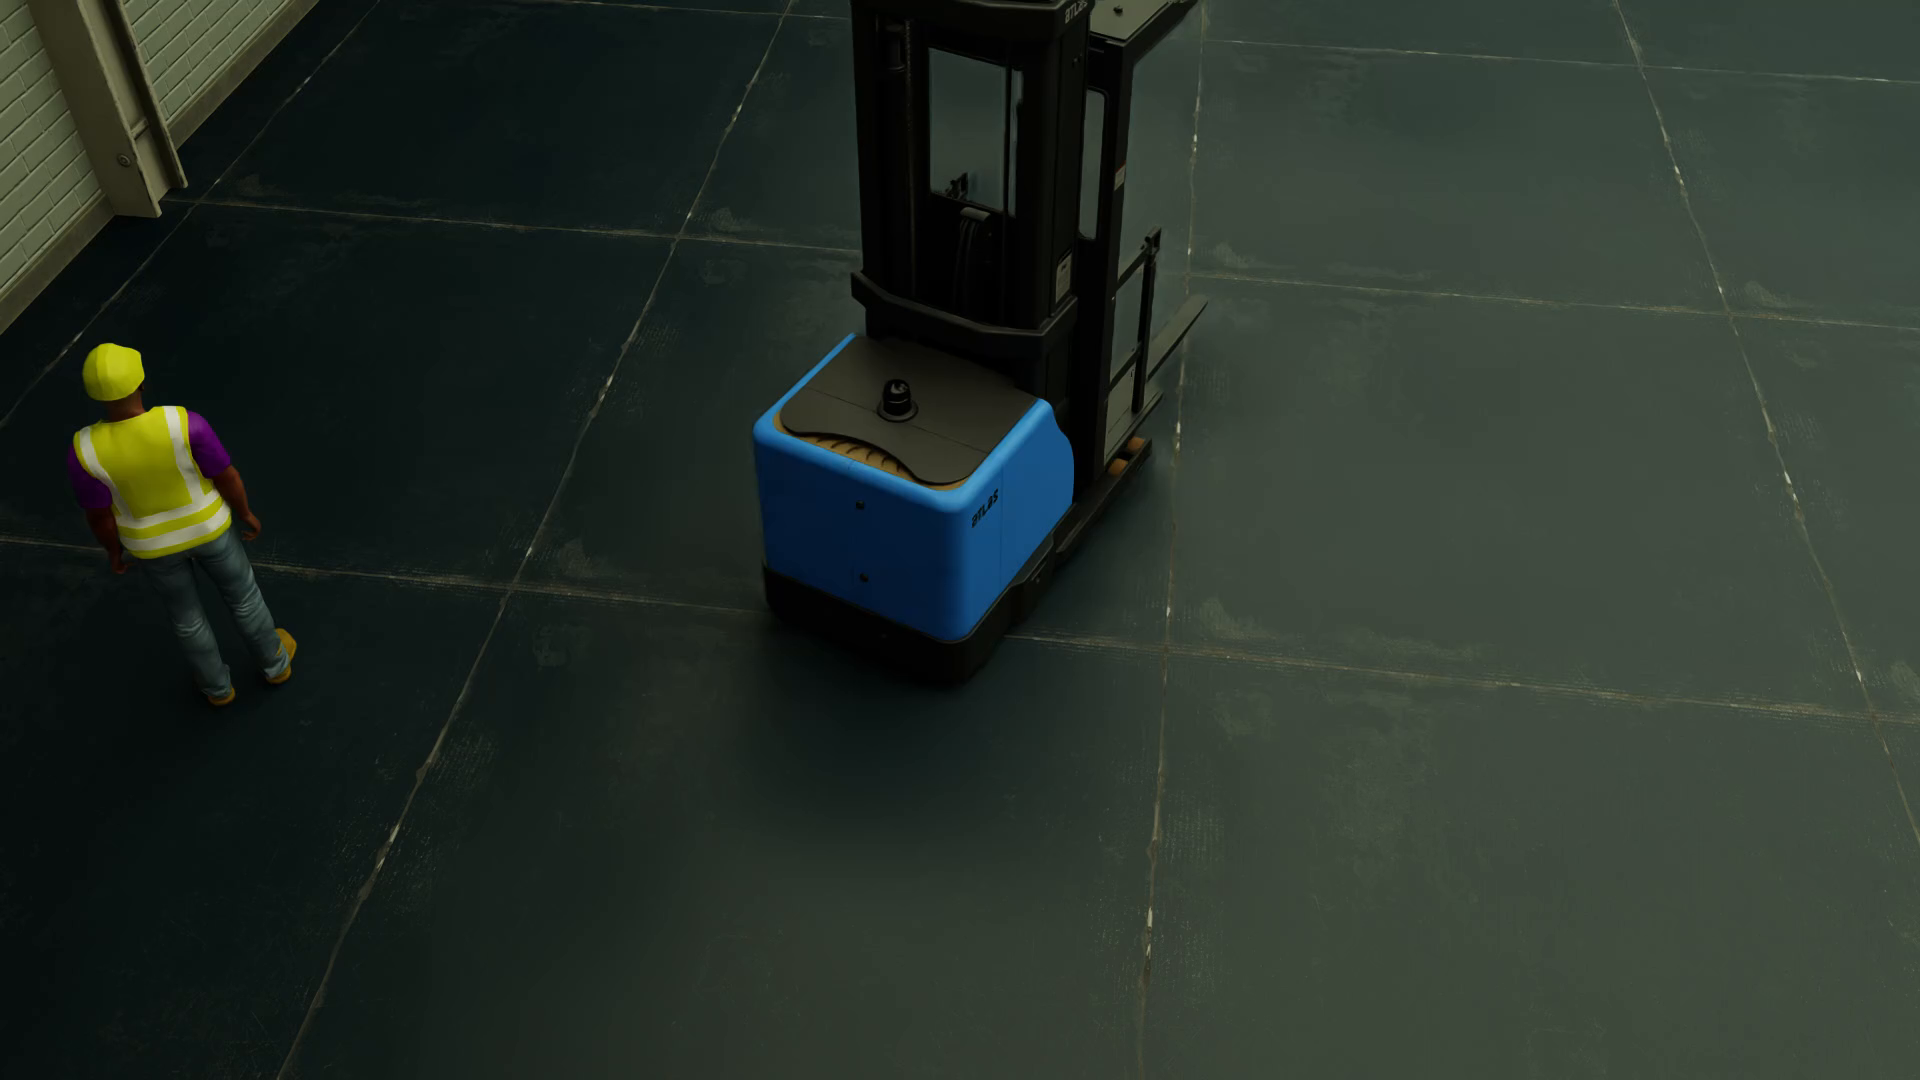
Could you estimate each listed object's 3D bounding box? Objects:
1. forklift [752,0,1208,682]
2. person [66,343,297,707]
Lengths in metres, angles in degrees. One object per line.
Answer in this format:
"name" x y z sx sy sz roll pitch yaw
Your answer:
"forklift" 0.297 -1.456 7.309 1.130 2.935 3.031 21 47 22
"person" -3.119 -0.052 6.642 0.581 1.771 0.373 -18 46 -19
